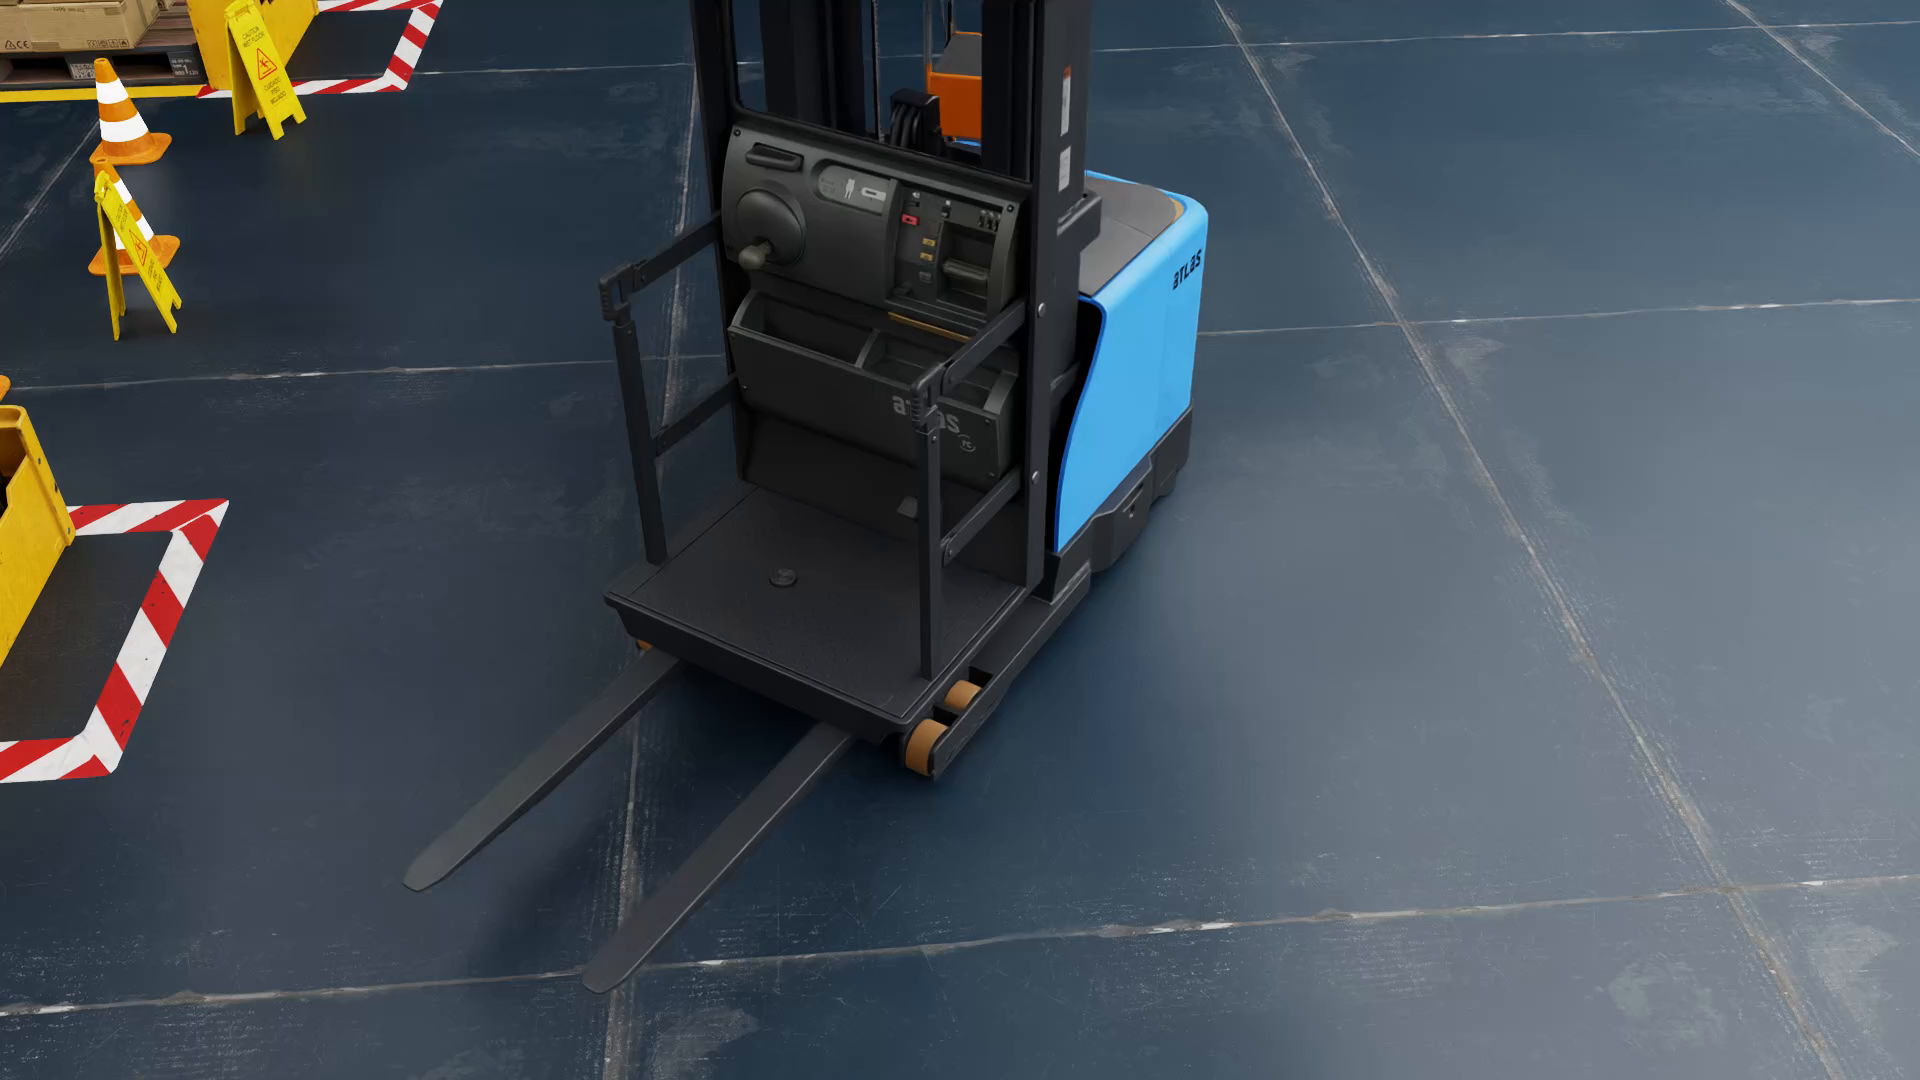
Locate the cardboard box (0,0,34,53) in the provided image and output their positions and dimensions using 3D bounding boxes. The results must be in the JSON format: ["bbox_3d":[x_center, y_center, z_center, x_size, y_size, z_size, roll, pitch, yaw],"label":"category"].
[{"bbox_3d":[-5.058,-2.763,8.711,0.500,0.250,0.500,-3,38,-4],"label":"cardboard box"}]

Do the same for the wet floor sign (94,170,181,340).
[{"bbox_3d":[-3.367,-1.162,6.702,0.232,0.644,0.267,-9,39,-12],"label":"wet floor sign"}]

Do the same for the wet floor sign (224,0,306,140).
[{"bbox_3d":[-3.476,-2.338,8.192,0.232,0.644,0.267,9,39,12],"label":"wet floor sign"}]

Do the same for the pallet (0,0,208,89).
[{"bbox_3d":[-4.648,-2.790,9.116,1.213,0.211,1.003,-3,38,-4],"label":"pallet"}]

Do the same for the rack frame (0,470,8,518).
[{"bbox_3d":[-3.220,-0.863,4.422,0.127,3.000,1.000,-3,38,-4],"label":"rack frame"}]

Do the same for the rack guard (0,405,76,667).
[{"bbox_3d":[-3.197,0.117,5.198,0.348,0.500,1.175,-3,38,-4],"label":"rack guard"}]

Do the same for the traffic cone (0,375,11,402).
[{"bbox_3d":[-3.875,-0.714,6.282,0.334,0.463,0.336,-3,38,-4],"label":"traffic cone"}]

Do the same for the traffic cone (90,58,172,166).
[{"bbox_3d":[-4.074,-2.096,8.033,0.334,0.463,0.336,-3,38,-4],"label":"traffic cone"}]

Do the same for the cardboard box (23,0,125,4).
[{"bbox_3d":[-4.534,-3.087,8.516,0.500,0.500,0.500,-3,38,-4],"label":"cardboard box"}]

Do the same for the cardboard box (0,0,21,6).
[{"bbox_3d":[-5.054,-3.056,8.477,0.500,0.500,0.500,-2,38,-2],"label":"cardboard box"}]

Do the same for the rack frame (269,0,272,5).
[{"bbox_3d":[-3.760,-3.912,8.286,0.127,3.000,1.000,-3,38,-4],"label":"rack frame"}]

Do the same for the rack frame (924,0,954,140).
[{"bbox_3d":[-0.072,-1.575,6.051,0.015,2.100,0.400,8,39,10],"label":"rack frame"}]

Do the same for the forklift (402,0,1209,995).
[{"bbox_3d":[-0.367,-0.789,4.384,1.130,2.935,3.031,21,43,24],"label":"forklift"}]

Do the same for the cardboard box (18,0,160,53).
[{"bbox_3d":[-4.565,-2.786,8.740,0.500,0.250,0.500,-3,38,-4],"label":"cardboard box"}]

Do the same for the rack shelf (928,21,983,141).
[{"bbox_3d":[0.166,-1.532,6.018,0.480,0.518,0.431,8,39,10],"label":"rack shelf"}]

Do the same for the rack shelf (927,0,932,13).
[{"bbox_3d":[0.166,-2.081,5.585,0.480,0.518,0.431,8,39,10],"label":"rack shelf"}]

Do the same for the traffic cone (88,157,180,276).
[{"bbox_3d":[-3.637,-1.430,7.189,0.334,0.463,0.336,-3,38,-4],"label":"traffic cone"}]

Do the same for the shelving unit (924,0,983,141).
[{"bbox_3d":[0.166,-1.542,6.010,0.503,2.100,0.431,8,39,10],"label":"shelving unit"}]

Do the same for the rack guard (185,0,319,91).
[{"bbox_3d":[-3.835,-2.926,9.055,0.348,0.500,1.175,-3,38,-4],"label":"rack guard"}]

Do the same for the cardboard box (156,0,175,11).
[{"bbox_3d":[-4.588,-3.124,9.168,0.500,0.250,0.500,-3,38,-4],"label":"cardboard box"}]
